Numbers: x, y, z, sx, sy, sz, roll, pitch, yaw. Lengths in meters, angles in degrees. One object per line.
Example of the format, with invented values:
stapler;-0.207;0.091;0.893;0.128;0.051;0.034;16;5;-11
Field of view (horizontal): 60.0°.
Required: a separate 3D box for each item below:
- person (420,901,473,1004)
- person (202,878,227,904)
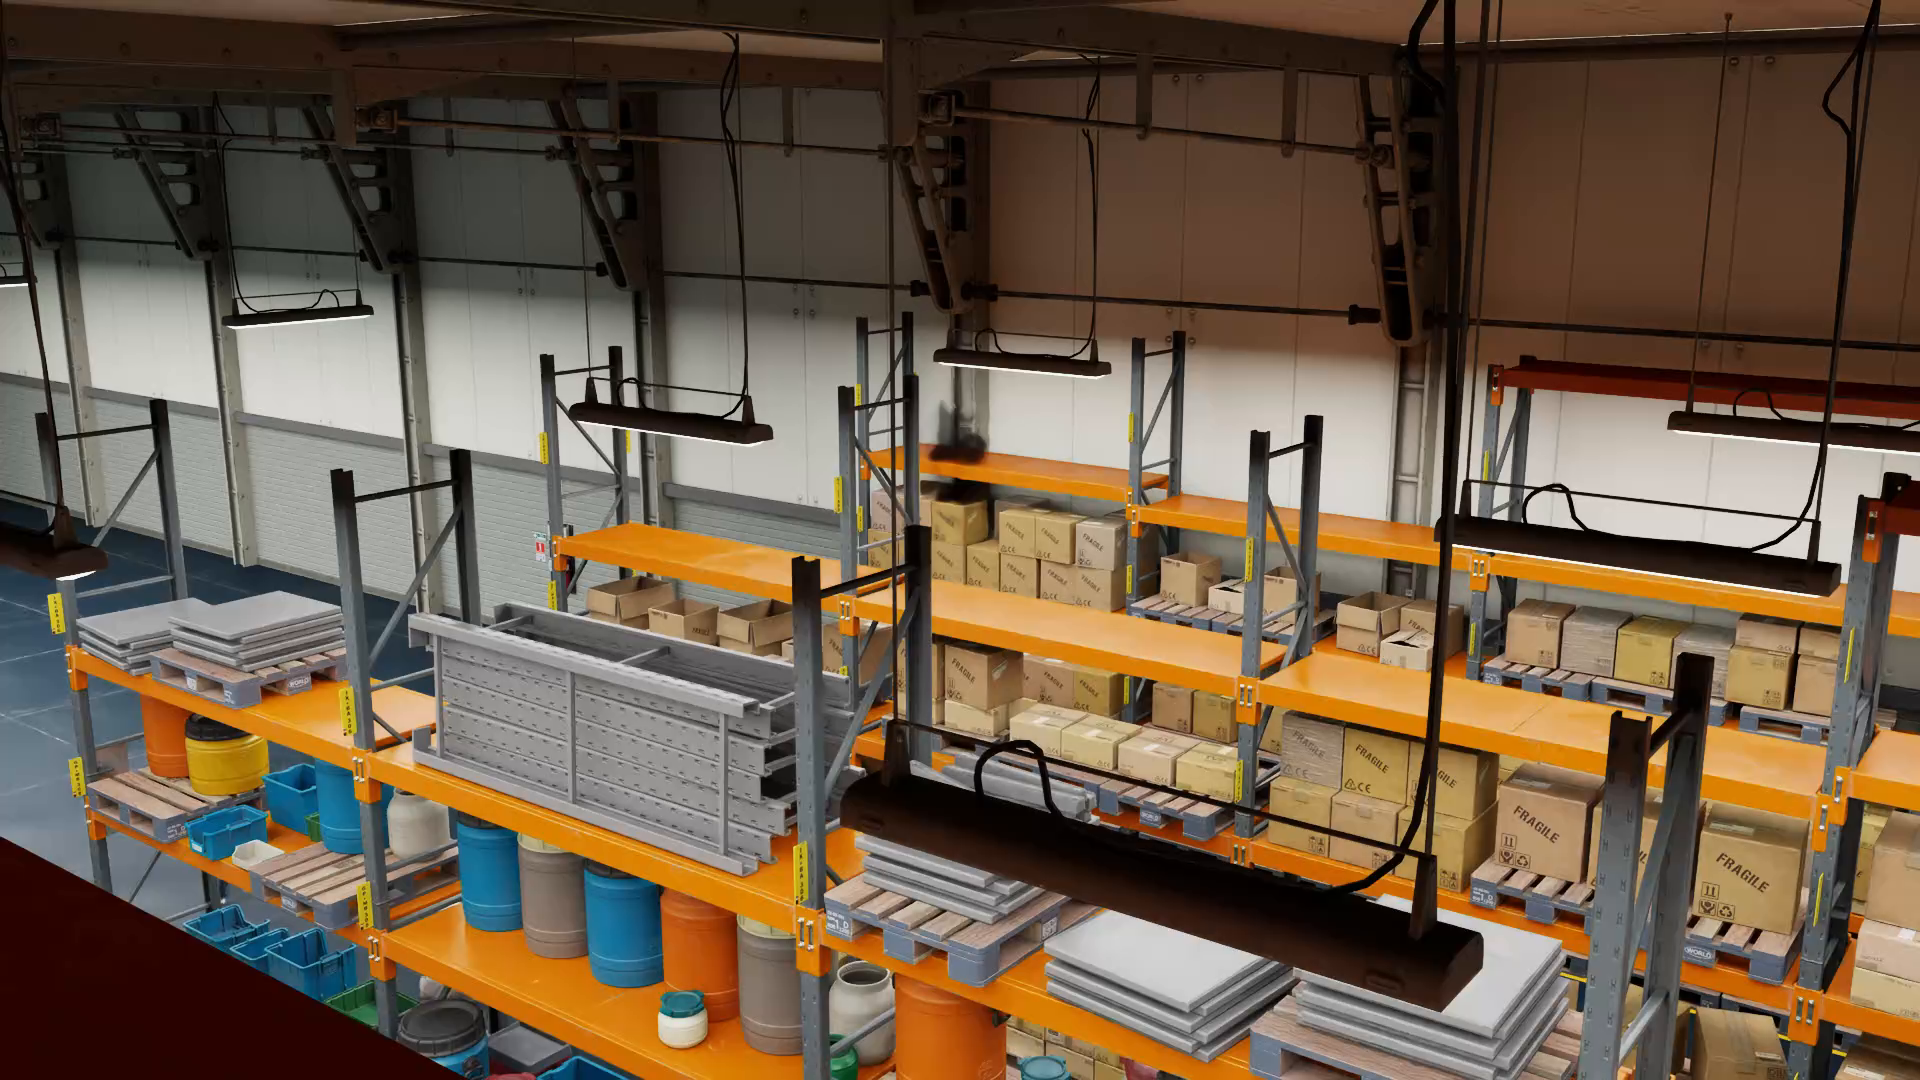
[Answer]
person;-4.559;3.768;14.850;0.714;1.668;0.687;8;15;32
person;-7.886;3.203;17.975;0.766;1.600;0.530;-4;14;-17
